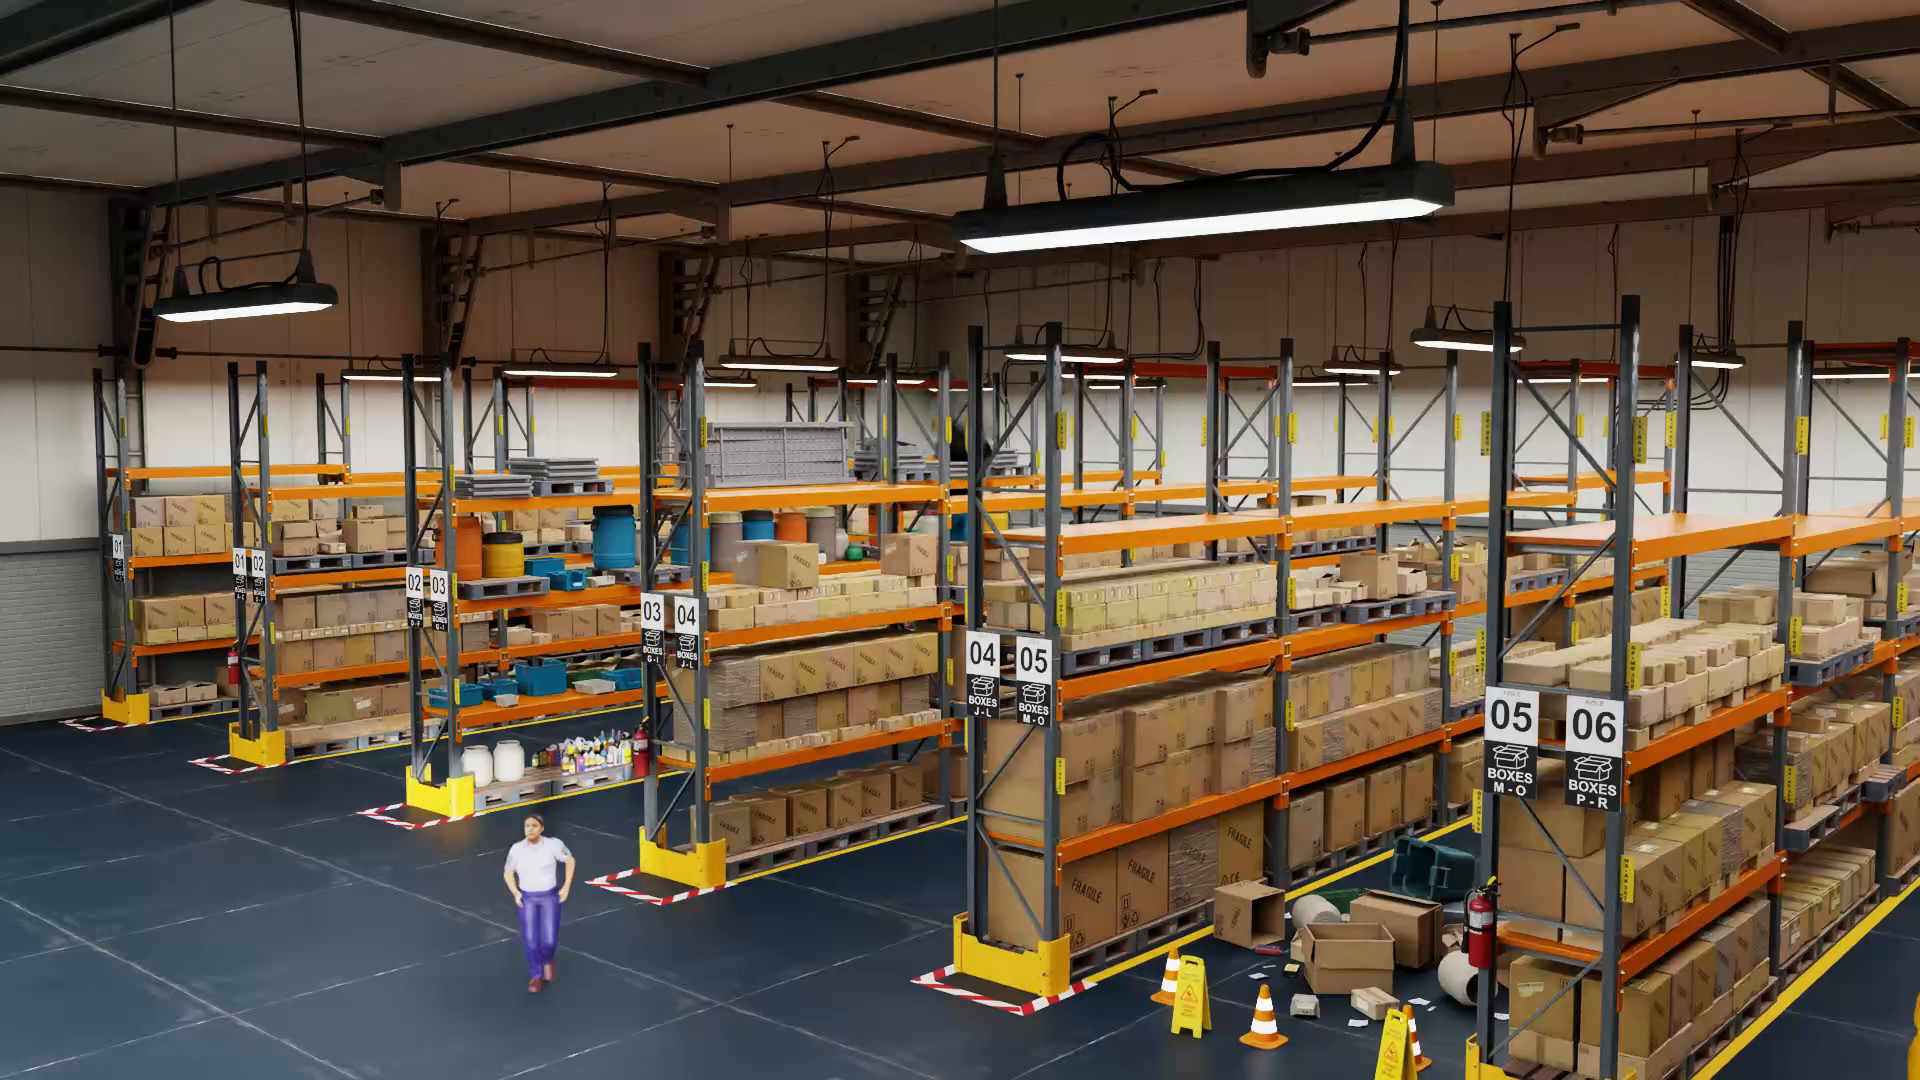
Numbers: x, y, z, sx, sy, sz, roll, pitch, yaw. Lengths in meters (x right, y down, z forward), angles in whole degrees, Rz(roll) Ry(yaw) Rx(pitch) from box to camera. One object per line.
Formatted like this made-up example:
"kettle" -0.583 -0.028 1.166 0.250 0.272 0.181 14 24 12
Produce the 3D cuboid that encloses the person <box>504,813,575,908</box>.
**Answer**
"person" -3.792 2.872 14.926 0.616 0.816 0.480 -1 4 -8
